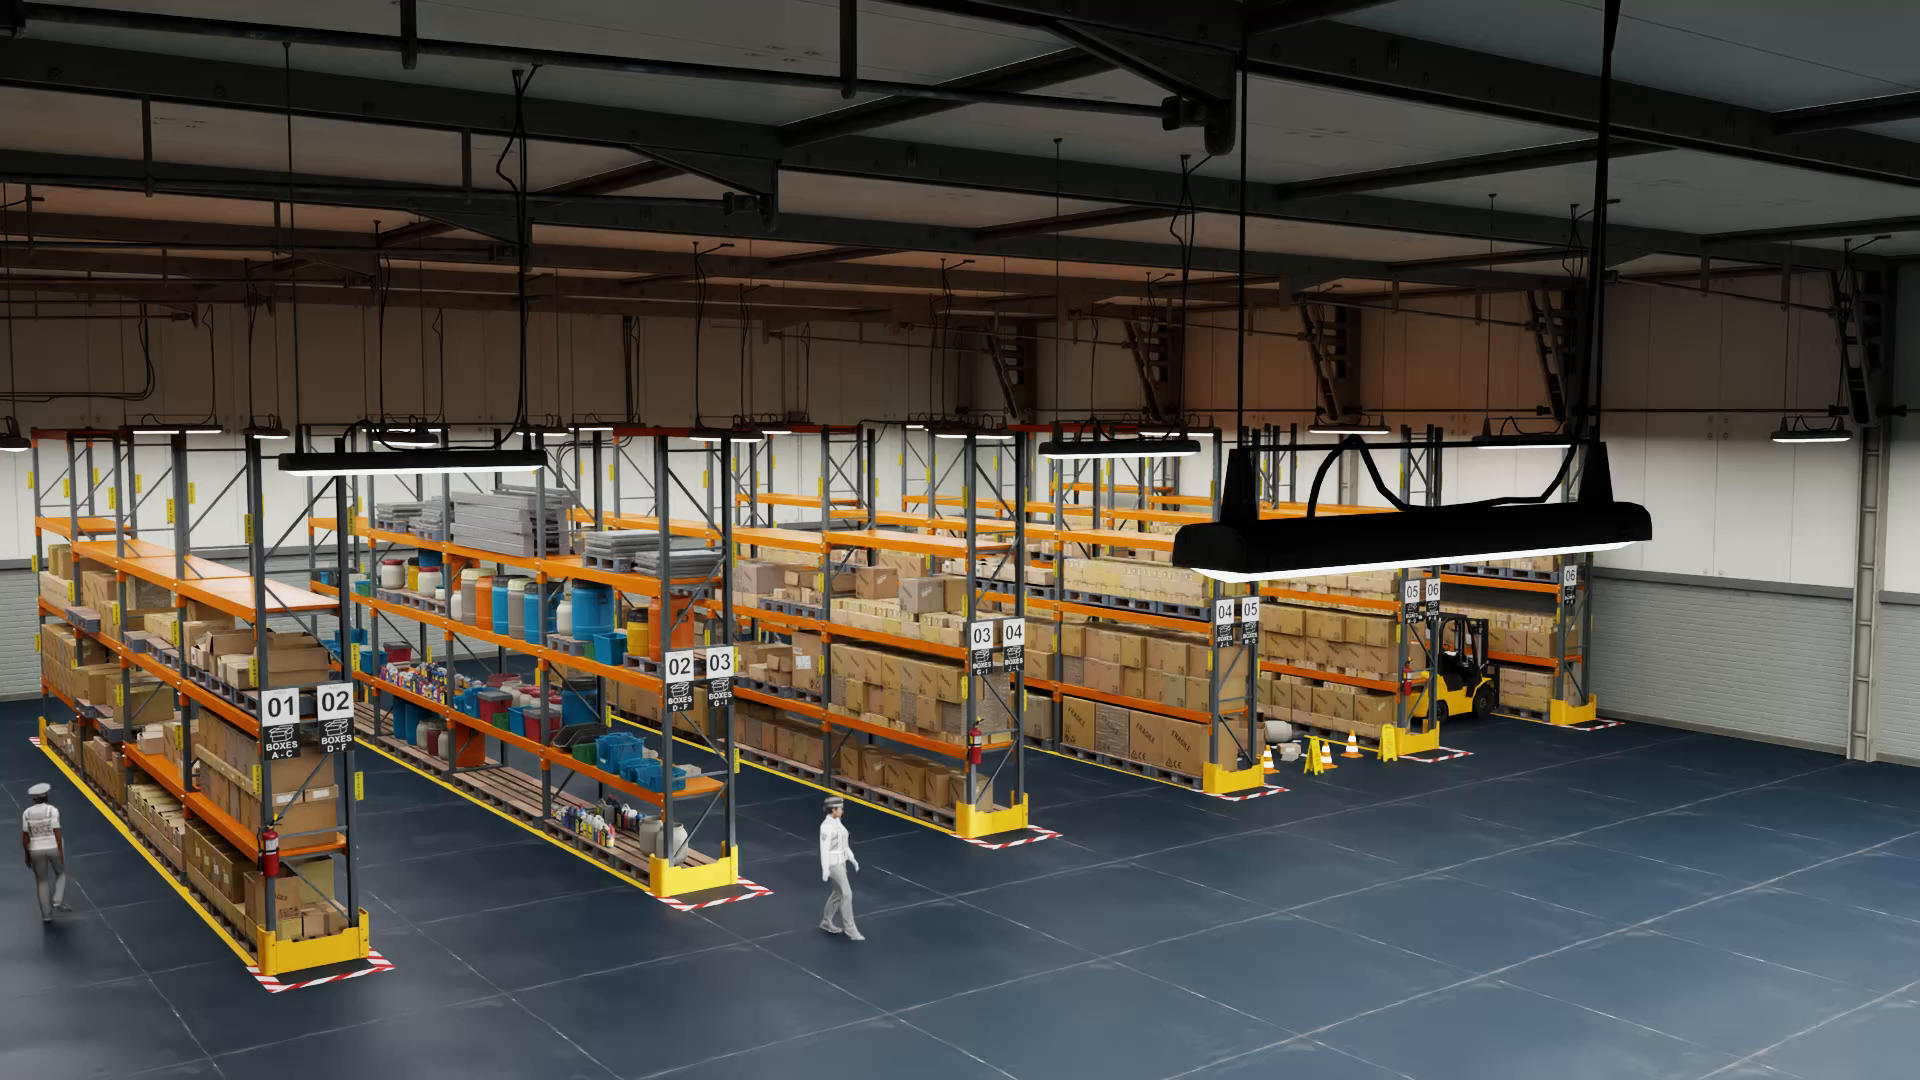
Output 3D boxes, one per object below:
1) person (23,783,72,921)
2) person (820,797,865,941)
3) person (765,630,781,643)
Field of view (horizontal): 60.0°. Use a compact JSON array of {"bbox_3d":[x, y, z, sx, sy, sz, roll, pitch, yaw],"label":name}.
[{"bbox_3d":[-11.332,3.871,20.628,0.507,1.667,0.481,-2,5,-27],"label":"person"},{"bbox_3d":[-1.406,3.945,20.034,0.629,1.699,0.511,1,5,12],"label":"person"},{"bbox_3d":[-4.998,2.110,43.830,0.443,1.562,0.904,3,5,32],"label":"person"}]
